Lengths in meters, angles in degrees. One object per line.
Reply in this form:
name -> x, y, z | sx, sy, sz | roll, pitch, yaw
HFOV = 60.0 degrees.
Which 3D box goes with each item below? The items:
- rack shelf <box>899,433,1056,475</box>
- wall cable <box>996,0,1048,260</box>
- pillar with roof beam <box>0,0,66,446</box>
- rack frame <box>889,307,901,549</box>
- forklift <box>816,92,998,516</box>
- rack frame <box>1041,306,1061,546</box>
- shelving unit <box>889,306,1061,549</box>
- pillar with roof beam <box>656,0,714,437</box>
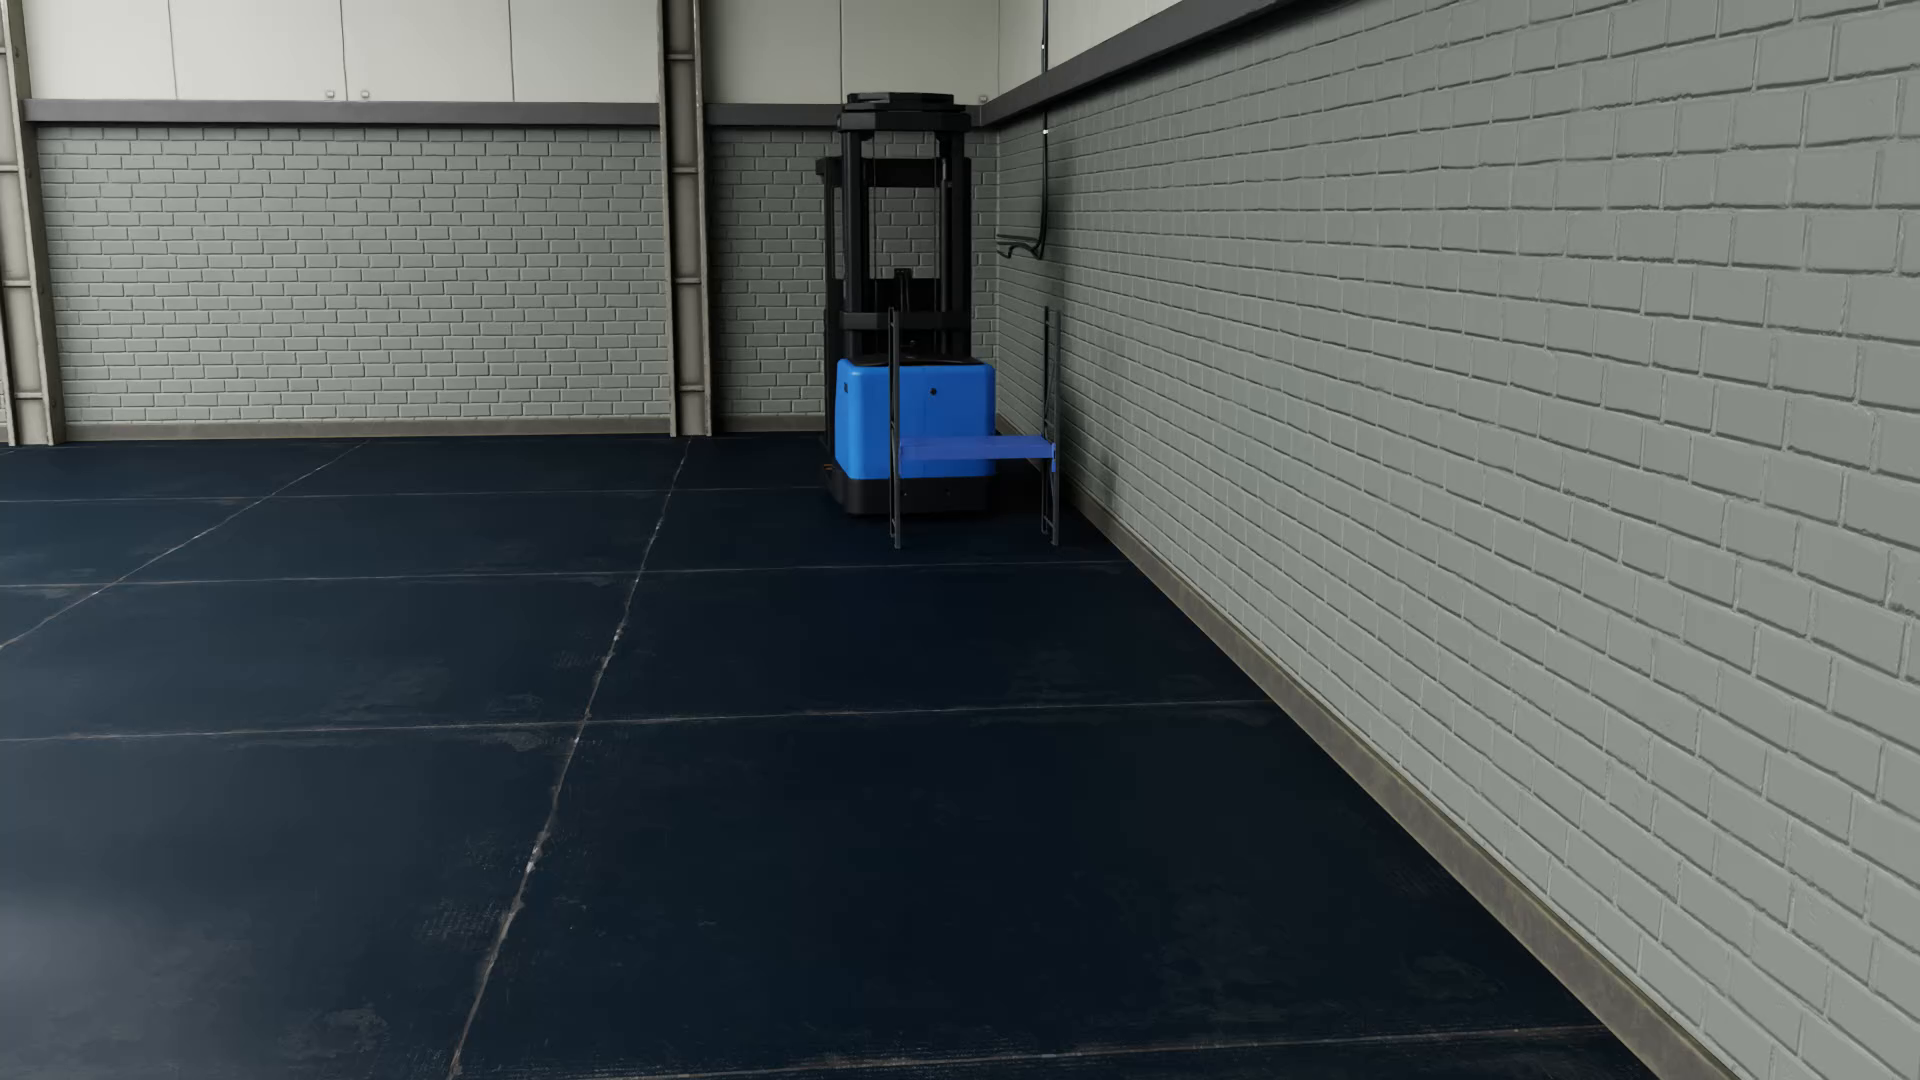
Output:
rack shelf -> 0.085, -0.561, 10.767 | 1.000, 0.185, 0.538 | -1, 11, -6
wall cable -> 0.484, -3.723, 14.525 | 0.112, 2.526, 3.097 | -1, 11, -6
pillar with roof beam -> -8.088, -4.488, 10.368 | 0.400, 9.000, 9.100 | -1, 11, -6
rack frame -> -0.421, -0.727, 10.678 | 0.032, 1.500, 0.500 | -1, 11, -6
forklift -> -0.501, -1.844, 12.648 | 1.130, 2.935, 3.031 | -2, 11, -10
rack frame -> 0.590, -0.748, 10.786 | 0.032, 1.500, 0.500 | -1, 11, -6
shelving unit -> 0.085, -0.738, 10.732 | 1.048, 1.500, 0.538 | -1, 11, -6
pillar with roof beam -> -2.123, -4.613, 11.004 | 0.400, 9.000, 9.100 | -1, 11, -6
